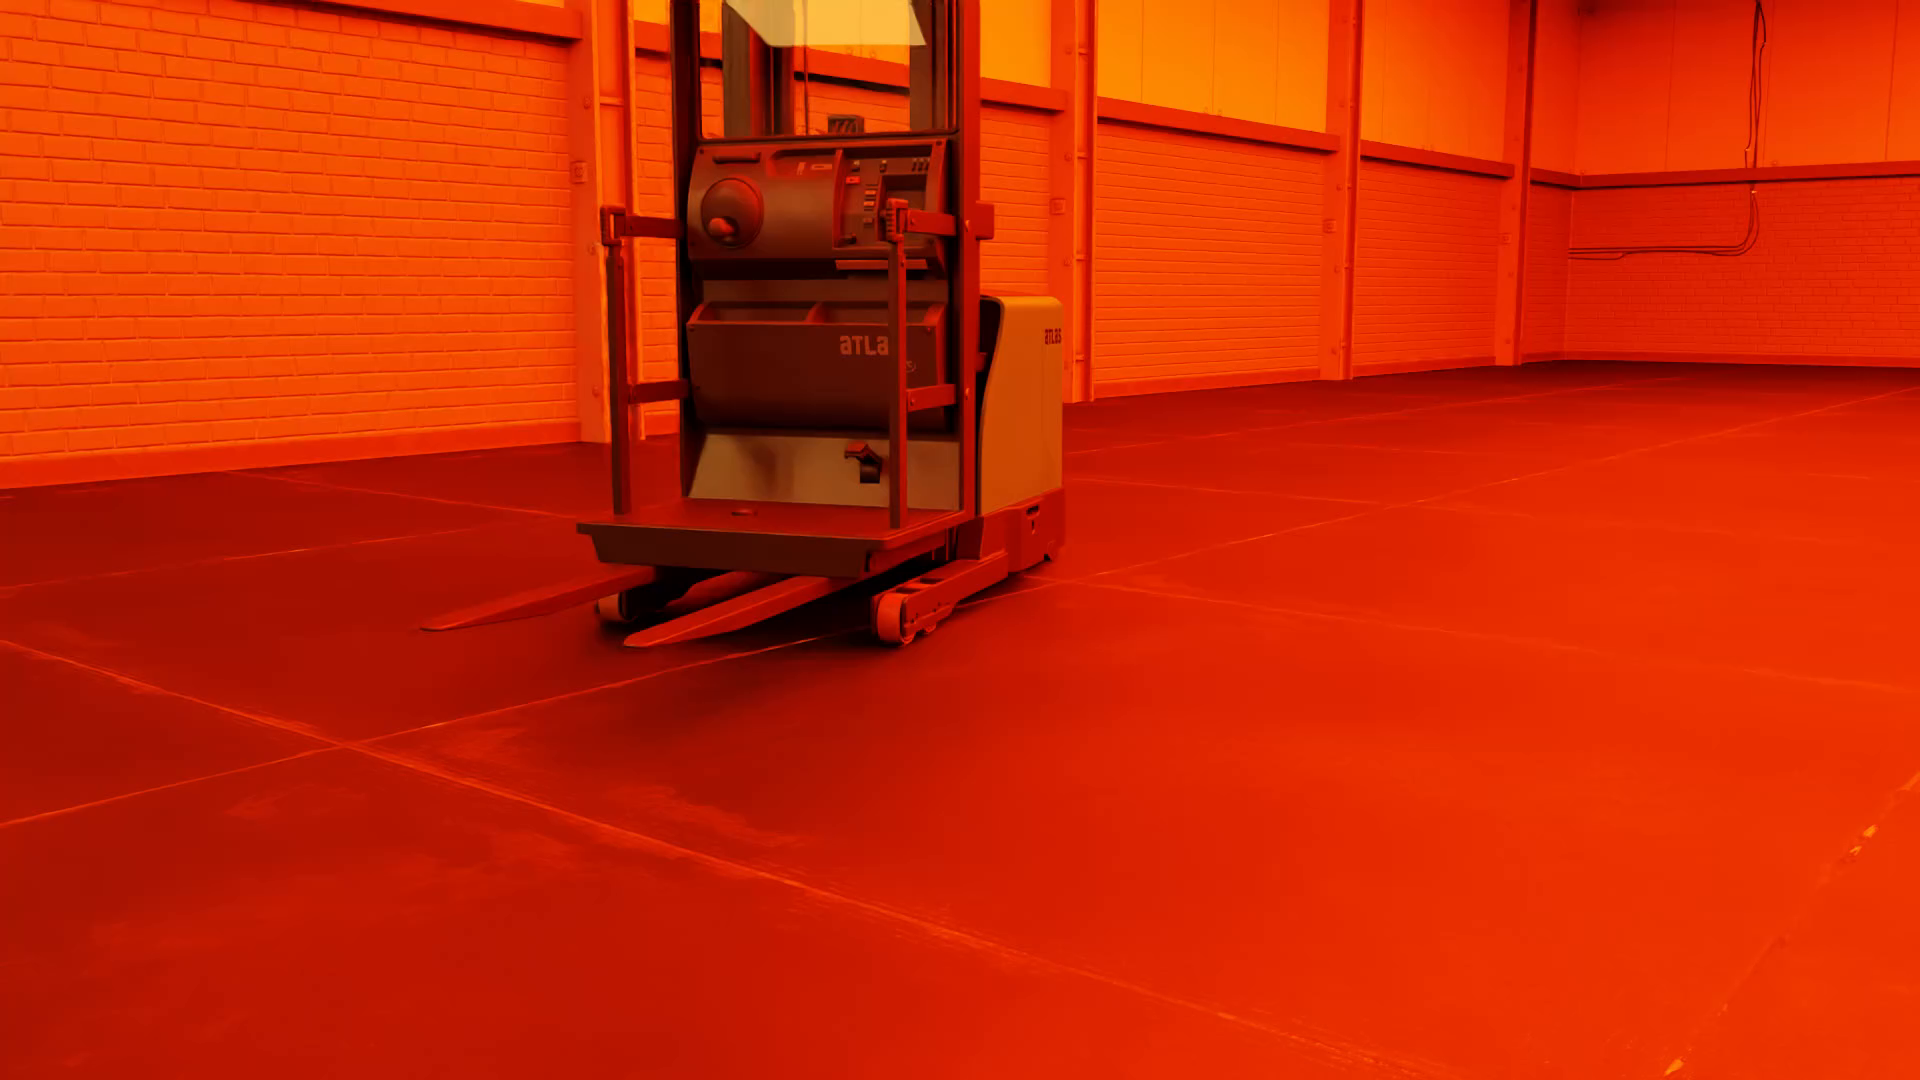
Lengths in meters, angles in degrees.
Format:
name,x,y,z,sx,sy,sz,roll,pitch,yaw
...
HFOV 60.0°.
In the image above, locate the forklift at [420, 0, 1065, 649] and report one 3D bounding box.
name,x,y,z,sx,sy,sz,roll,pitch,yaw
forklift,-0.563,-1.190,5.418,1.130,2.935,3.031,3,9,20
